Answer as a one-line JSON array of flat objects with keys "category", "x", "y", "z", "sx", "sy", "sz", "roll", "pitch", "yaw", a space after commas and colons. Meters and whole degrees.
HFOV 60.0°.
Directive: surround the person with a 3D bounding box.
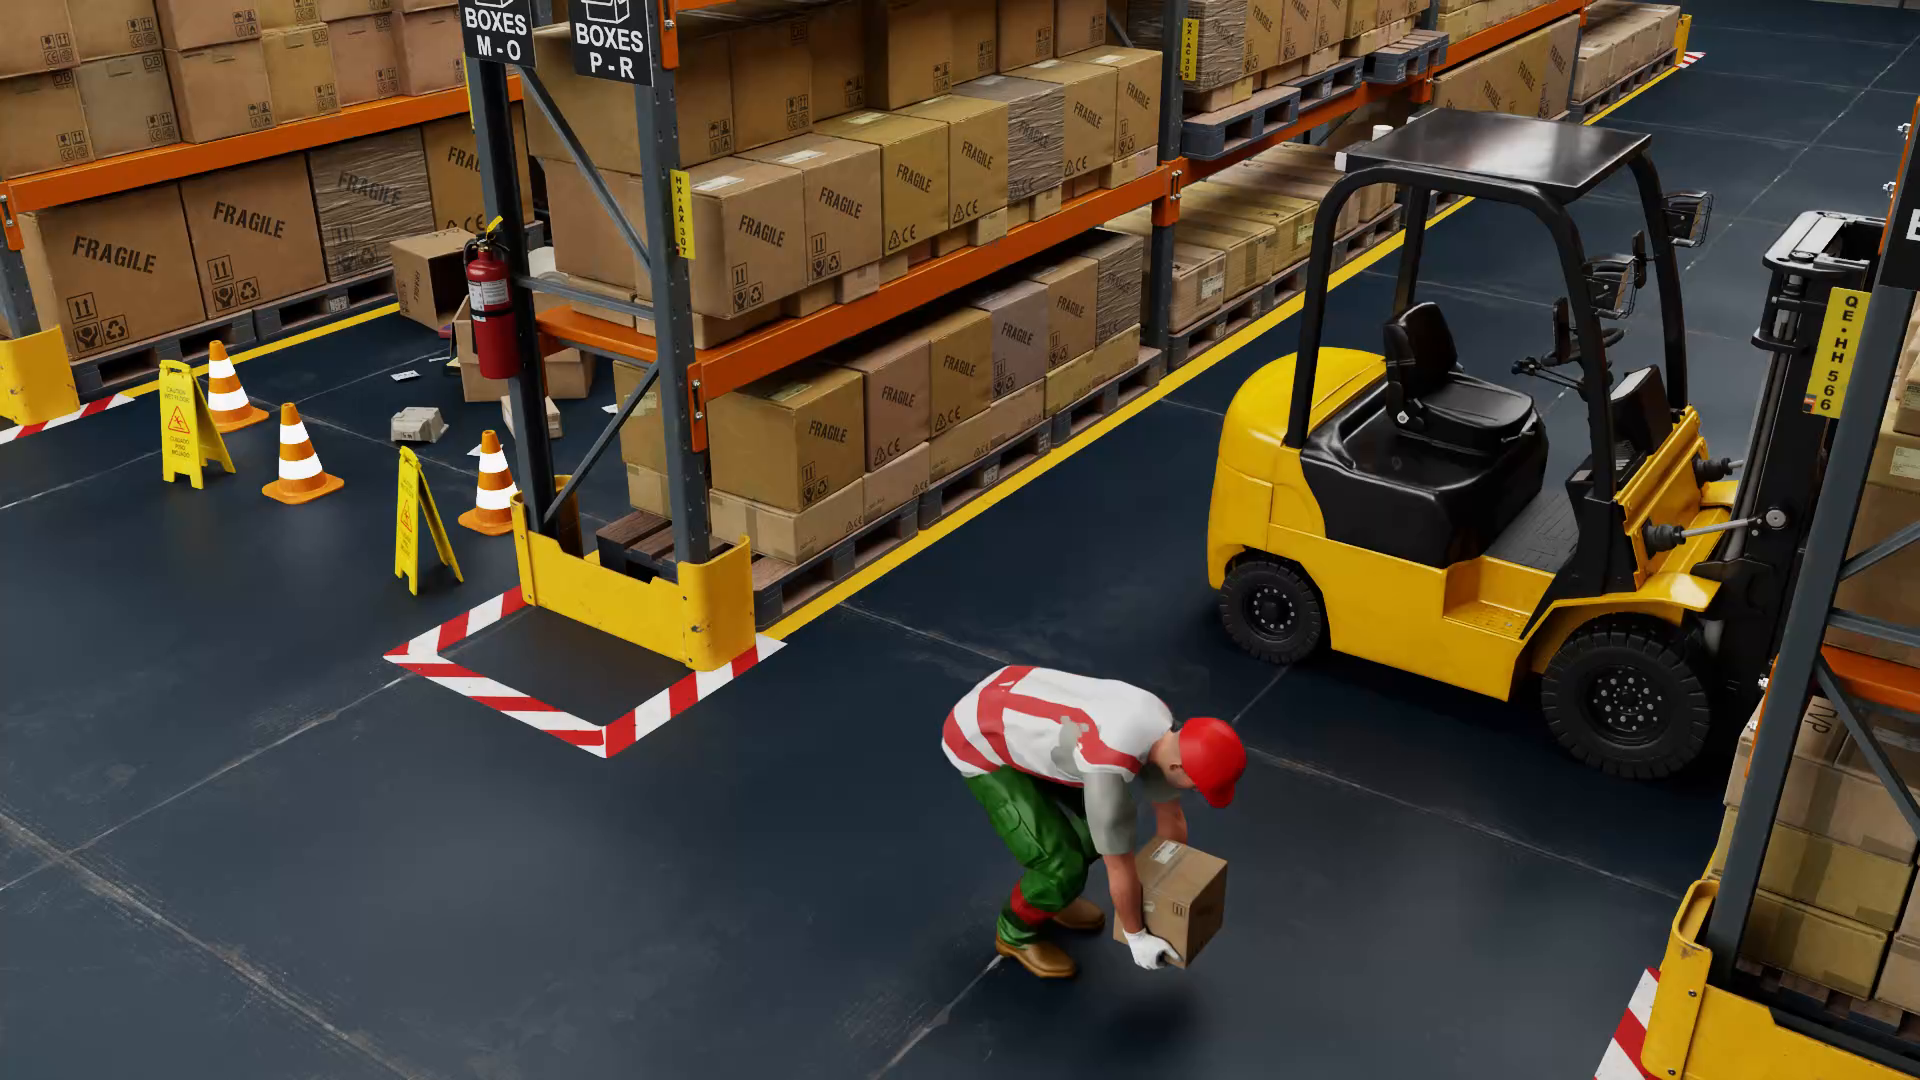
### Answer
[{"category": "person", "x": 0.409, "y": 0.891, "z": 5.179, "sx": 0.958, "sy": 1.013, "sz": 0.530, "roll": 16, "pitch": 31, "yaw": 28}]
